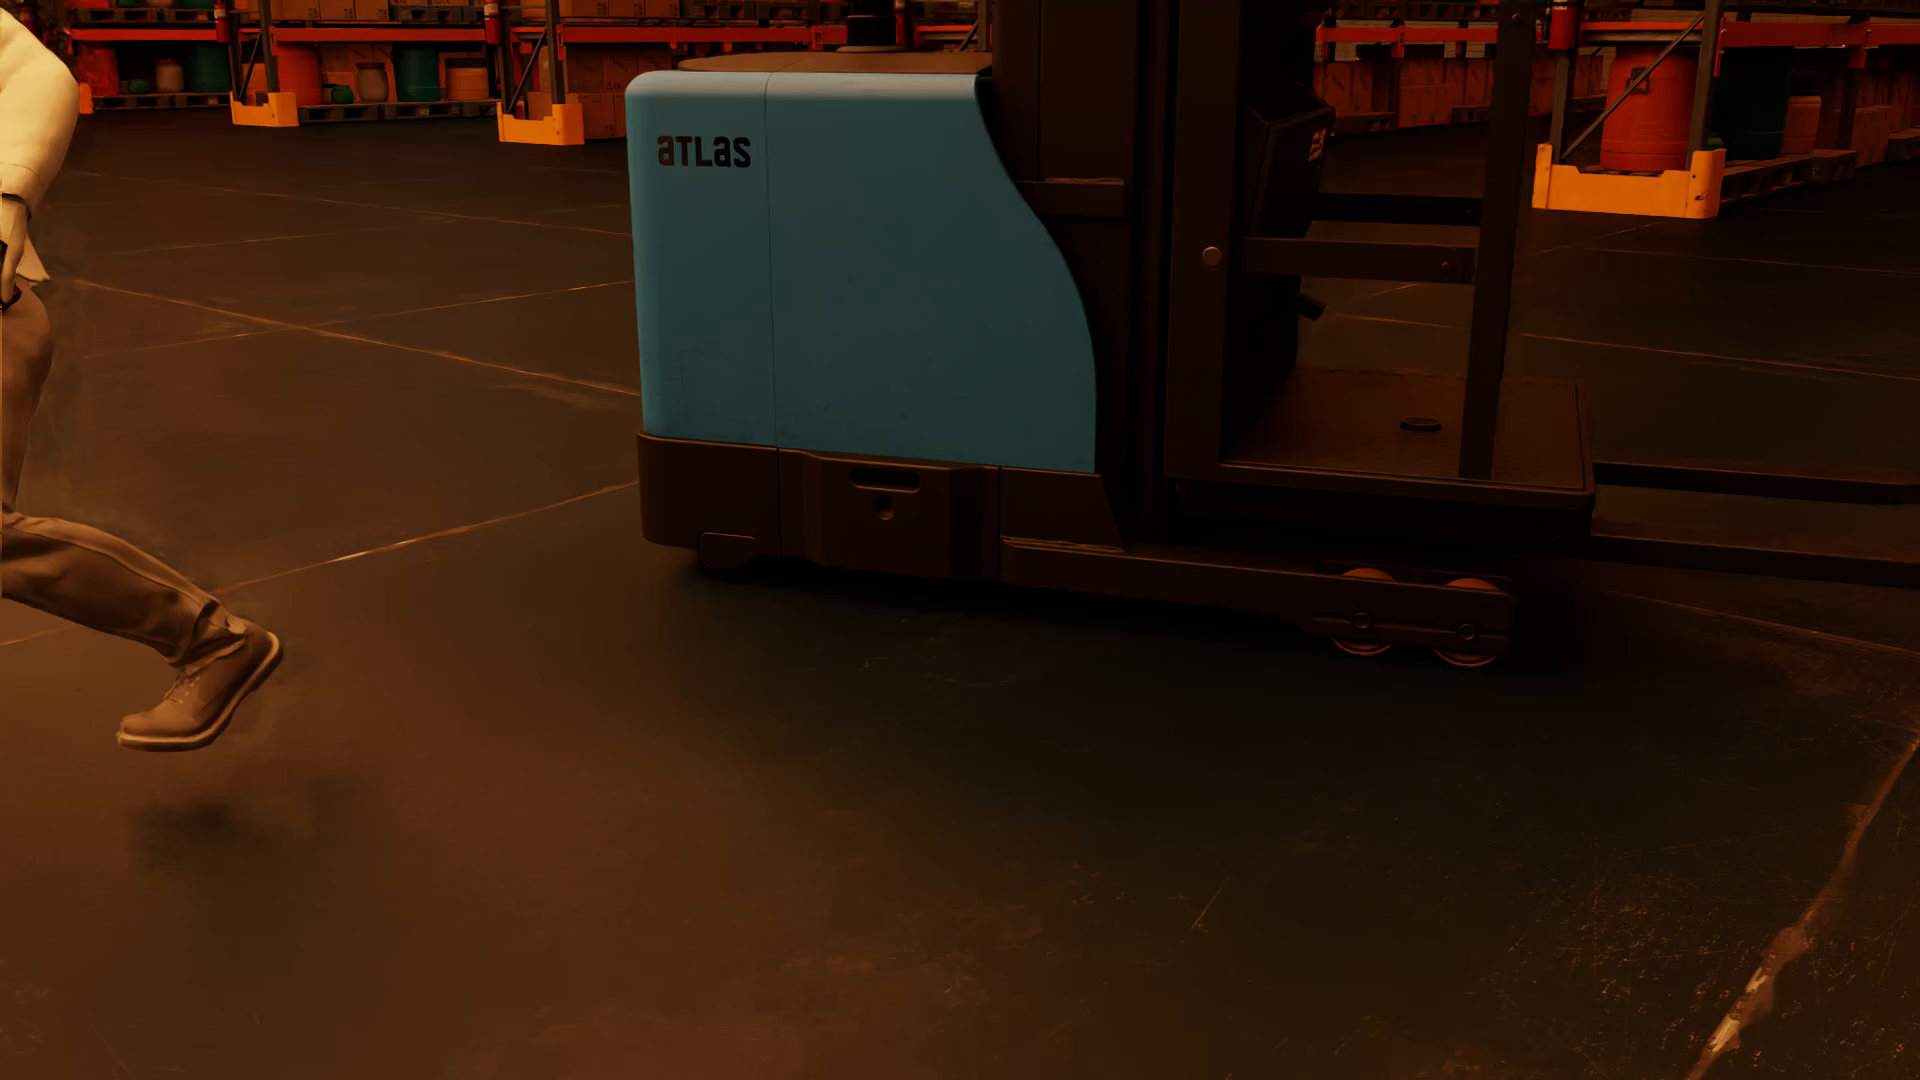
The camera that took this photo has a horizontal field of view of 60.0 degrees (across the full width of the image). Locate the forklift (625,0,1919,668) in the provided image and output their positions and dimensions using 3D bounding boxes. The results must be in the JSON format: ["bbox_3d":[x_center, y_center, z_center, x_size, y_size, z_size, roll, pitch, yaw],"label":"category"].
[{"bbox_3d":[0.860,-1.335,3.293,3.031,2.935,1.130,6,18,18],"label":"forklift"}]

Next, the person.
[{"bbox_3d":[-1.688,-0.329,2.557,1.098,1.573,0.490,7,18,23],"label":"person"}]
